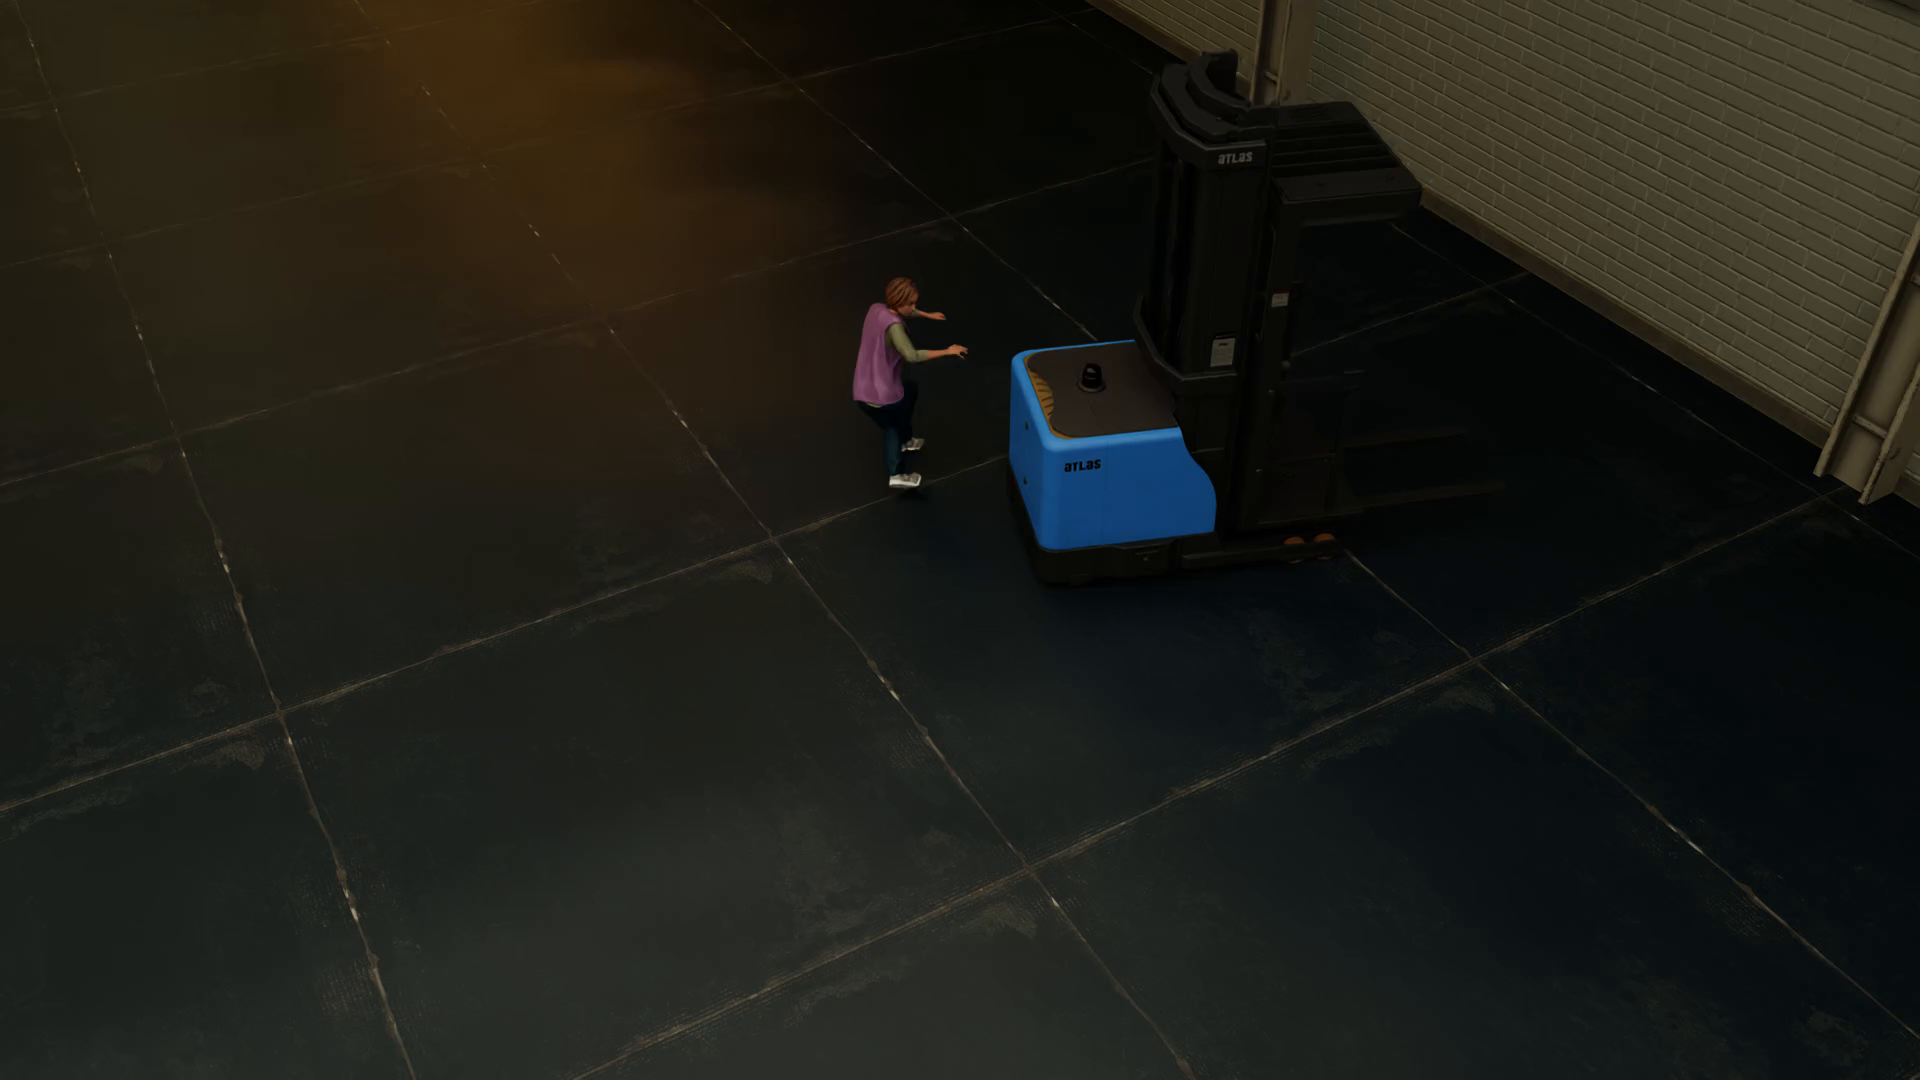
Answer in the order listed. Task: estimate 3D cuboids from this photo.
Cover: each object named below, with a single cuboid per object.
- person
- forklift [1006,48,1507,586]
[{"bbox_3d":[-0.242,-1.024,10.526,0.727,1.374,1.037,22,45,25],"label":"person"},{"bbox_3d":[1.863,-1.311,9.617,3.031,2.935,1.130,-7,40,-8],"label":"forklift"}]
